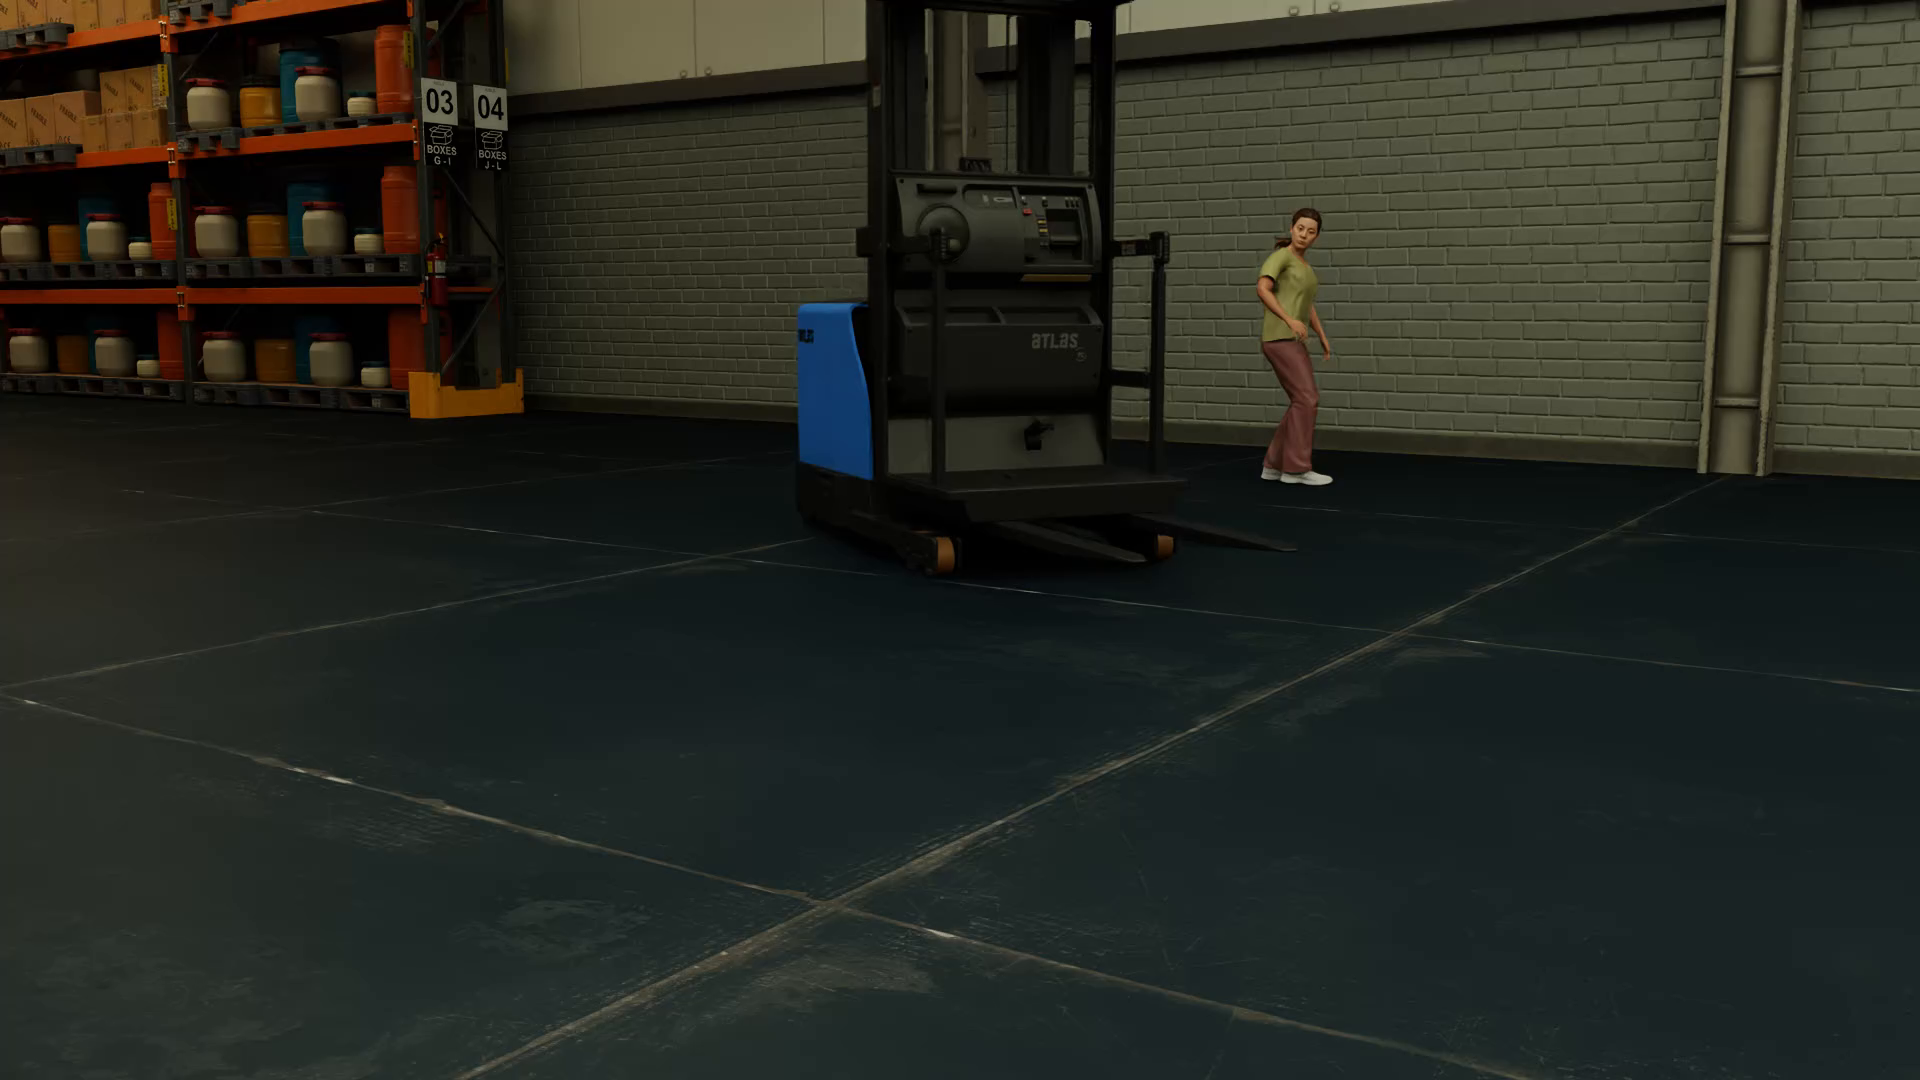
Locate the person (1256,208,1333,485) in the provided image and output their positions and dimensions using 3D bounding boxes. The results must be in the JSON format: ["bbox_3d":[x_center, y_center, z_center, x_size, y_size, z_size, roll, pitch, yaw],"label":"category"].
[{"bbox_3d":[2.052,-1.155,9.958,0.474,1.637,0.654,4,9,26],"label":"person"}]

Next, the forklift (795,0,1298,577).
[{"bbox_3d":[0.258,-1.373,6.847,1.130,2.935,3.031,-4,9,-24],"label":"forklift"}]
